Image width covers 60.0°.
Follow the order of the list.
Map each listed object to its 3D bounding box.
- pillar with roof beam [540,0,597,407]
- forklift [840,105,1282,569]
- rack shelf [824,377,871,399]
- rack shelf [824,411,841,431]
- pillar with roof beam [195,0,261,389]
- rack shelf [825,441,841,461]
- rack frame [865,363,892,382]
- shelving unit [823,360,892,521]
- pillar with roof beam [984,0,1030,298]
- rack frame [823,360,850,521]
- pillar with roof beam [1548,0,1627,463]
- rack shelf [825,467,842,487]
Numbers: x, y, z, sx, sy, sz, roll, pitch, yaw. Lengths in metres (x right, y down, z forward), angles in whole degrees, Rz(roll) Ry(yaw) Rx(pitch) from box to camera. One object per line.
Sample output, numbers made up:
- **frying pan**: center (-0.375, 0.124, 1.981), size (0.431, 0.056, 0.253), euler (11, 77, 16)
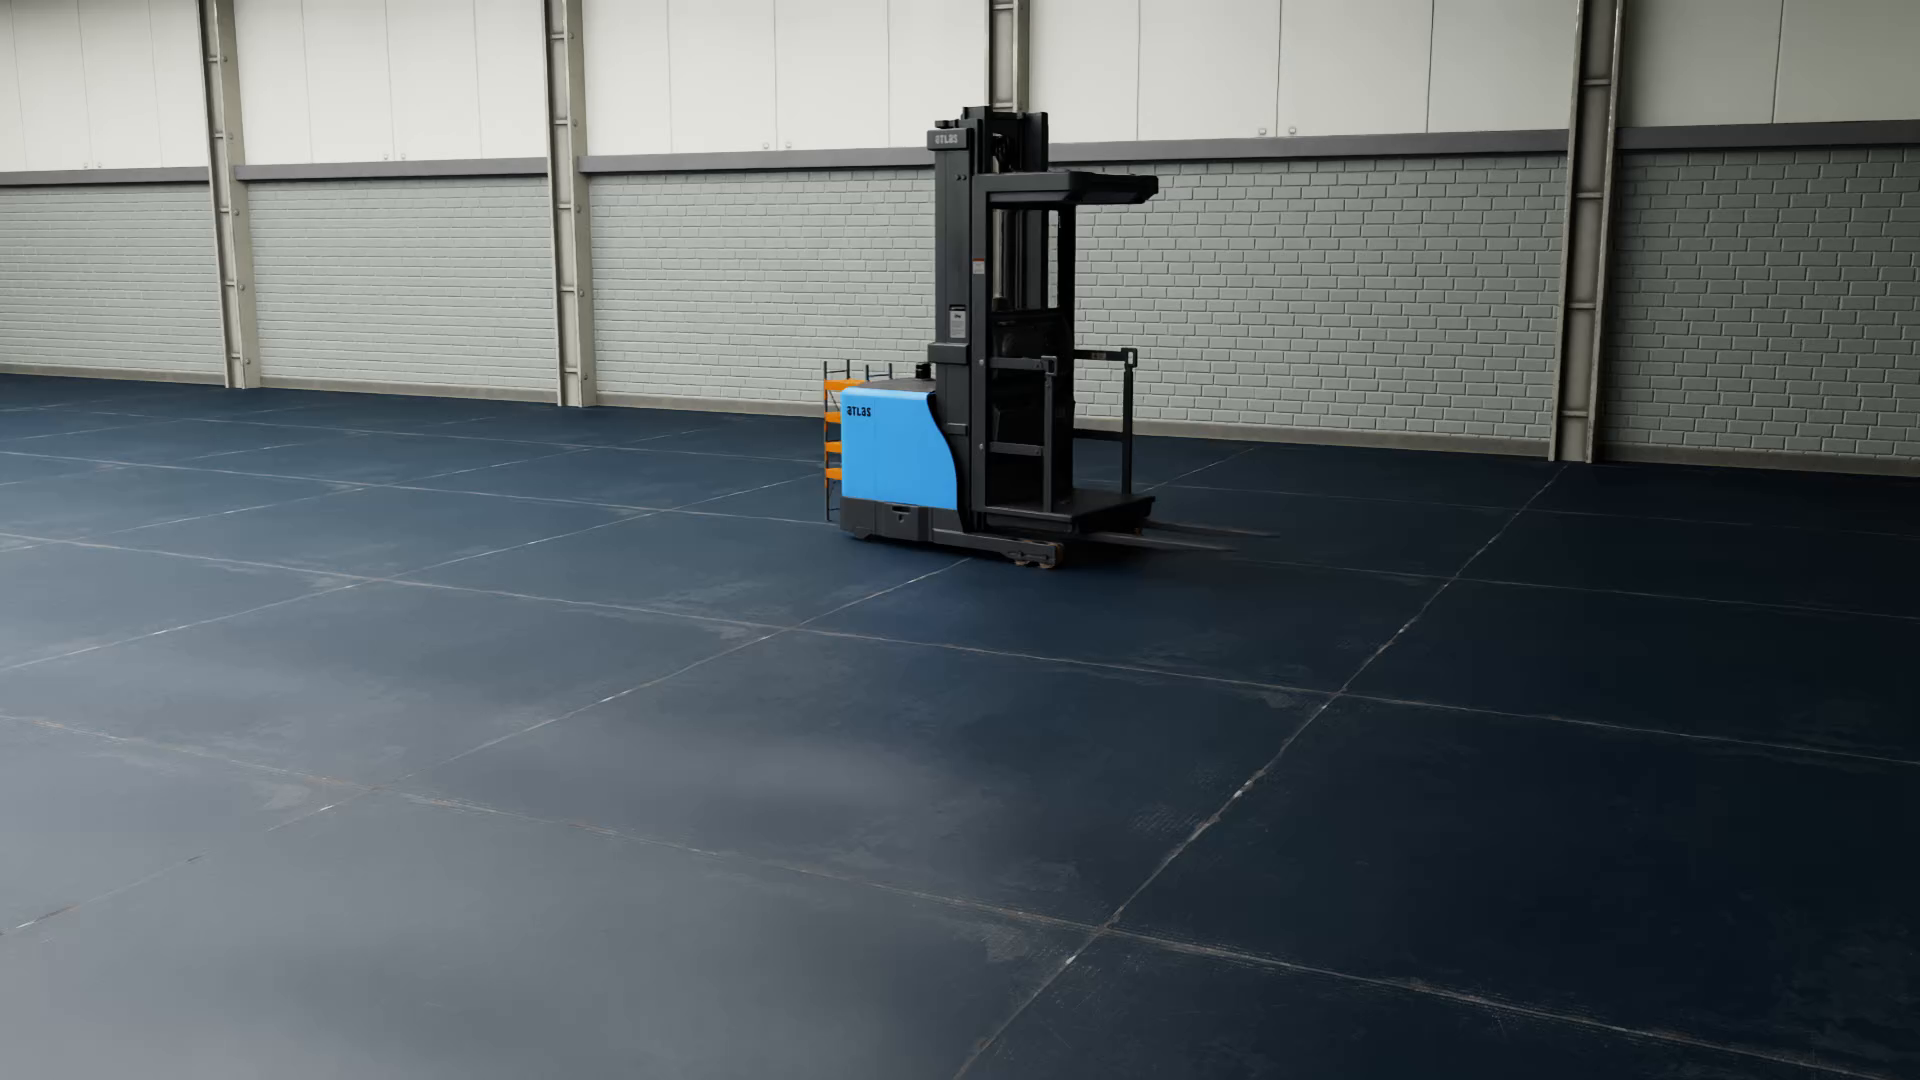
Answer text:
- **pillar with roof beam**: center (-6.782, -5.457, 16.612), size (0.400, 9.000, 9.100), euler (5, 11, 26)
- **forklift**: center (0.644, -1.365, 11.040), size (3.031, 2.935, 1.130), euler (7, 13, 35)
- **rack shelf**: center (-0.753, -1.101, 12.236), size (0.258, 0.148, 0.480), euler (-9, 14, -42)
- **rack shelf**: center (-0.753, -0.868, 12.279), size (0.258, 0.148, 0.480), euler (-9, 14, -42)
- **pillar with roof beam**: center (-12.163, -5.929, 19.224), size (0.400, 9.000, 9.100), euler (5, 11, 26)
- **rack shelf**: center (-0.753, -0.648, 12.318), size (0.258, 0.148, 0.480), euler (-9, 14, -42)
- **rack frame**: center (-0.588, -0.682, 12.130), size (0.240, 1.200, 0.015), euler (-9, 14, -42)
- **shelving unit**: center (-0.753, -0.714, 12.306), size (0.258, 1.200, 0.503), euler (-9, 14, -42)
- **pillar with roof beam**: center (-1.401, -4.984, 13.999), size (0.400, 9.000, 9.100), euler (5, 11, 26)
- **rack frame**: center (-0.918, -0.746, 12.483), size (0.240, 1.200, 0.015), euler (-9, 14, -42)
- **pillar with roof beam**: center (3.979, -4.511, 11.387), size (0.400, 9.000, 9.100), euler (5, 11, 26)
- **rack shelf**: center (-0.753, -0.452, 12.354), size (0.258, 0.148, 0.480), euler (-9, 14, -42)
